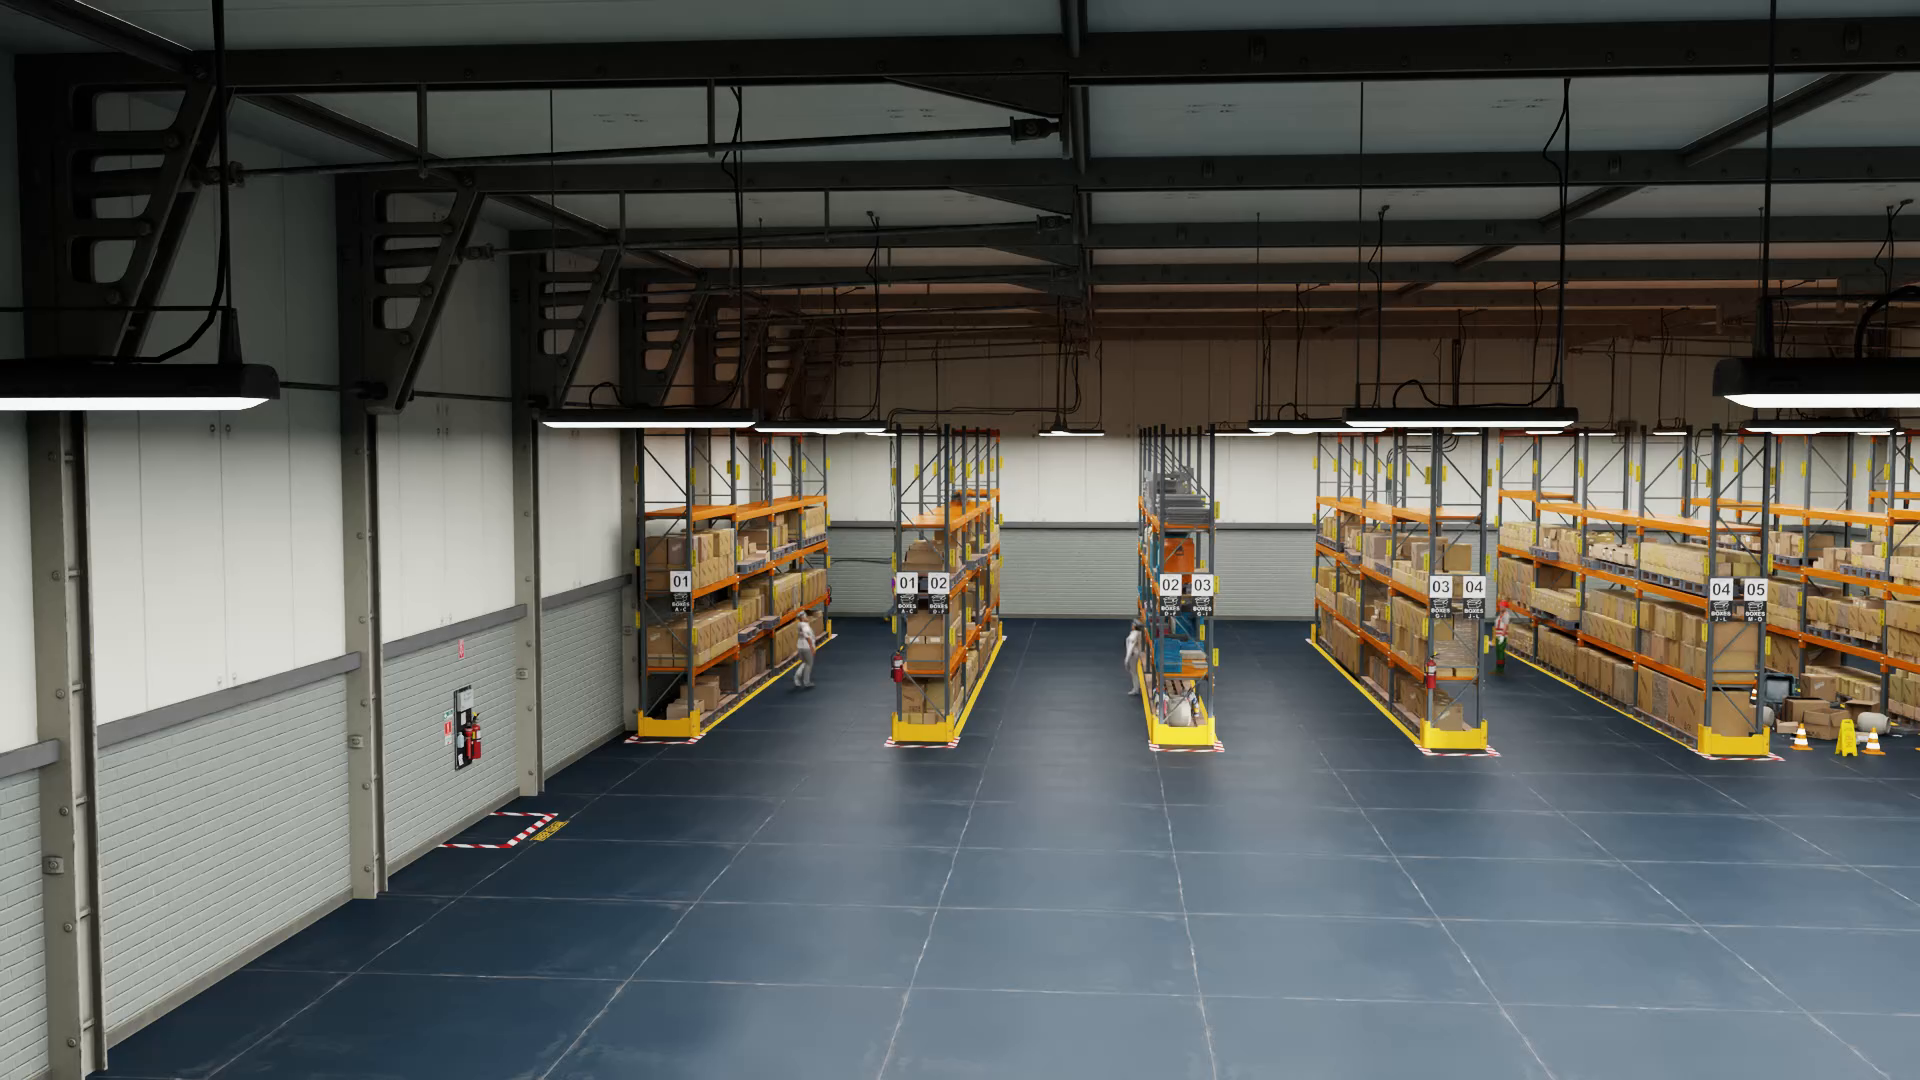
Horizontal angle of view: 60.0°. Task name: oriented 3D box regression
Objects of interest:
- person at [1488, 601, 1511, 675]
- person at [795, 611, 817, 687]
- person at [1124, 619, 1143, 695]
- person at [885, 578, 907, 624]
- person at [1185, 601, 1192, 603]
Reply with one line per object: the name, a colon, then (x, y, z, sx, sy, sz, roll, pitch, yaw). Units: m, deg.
person: (13.092, 2.372, 40.358, 0.492, 1.789, 0.610, 1, 4, 12)
person: (-3.545, 2.505, 38.307, 0.481, 1.797, 0.564, -3, 5, -39)
person: (3.892, 2.605, 37.320, 0.439, 1.690, 0.597, 0, 3, 4)
person: (-1.884, 1.743, 51.522, 0.917, 1.728, 0.649, 2, 4, 29)
person: (6.788, 1.819, 49.594, 0.596, 1.766, 0.869, 2, 4, 29)
